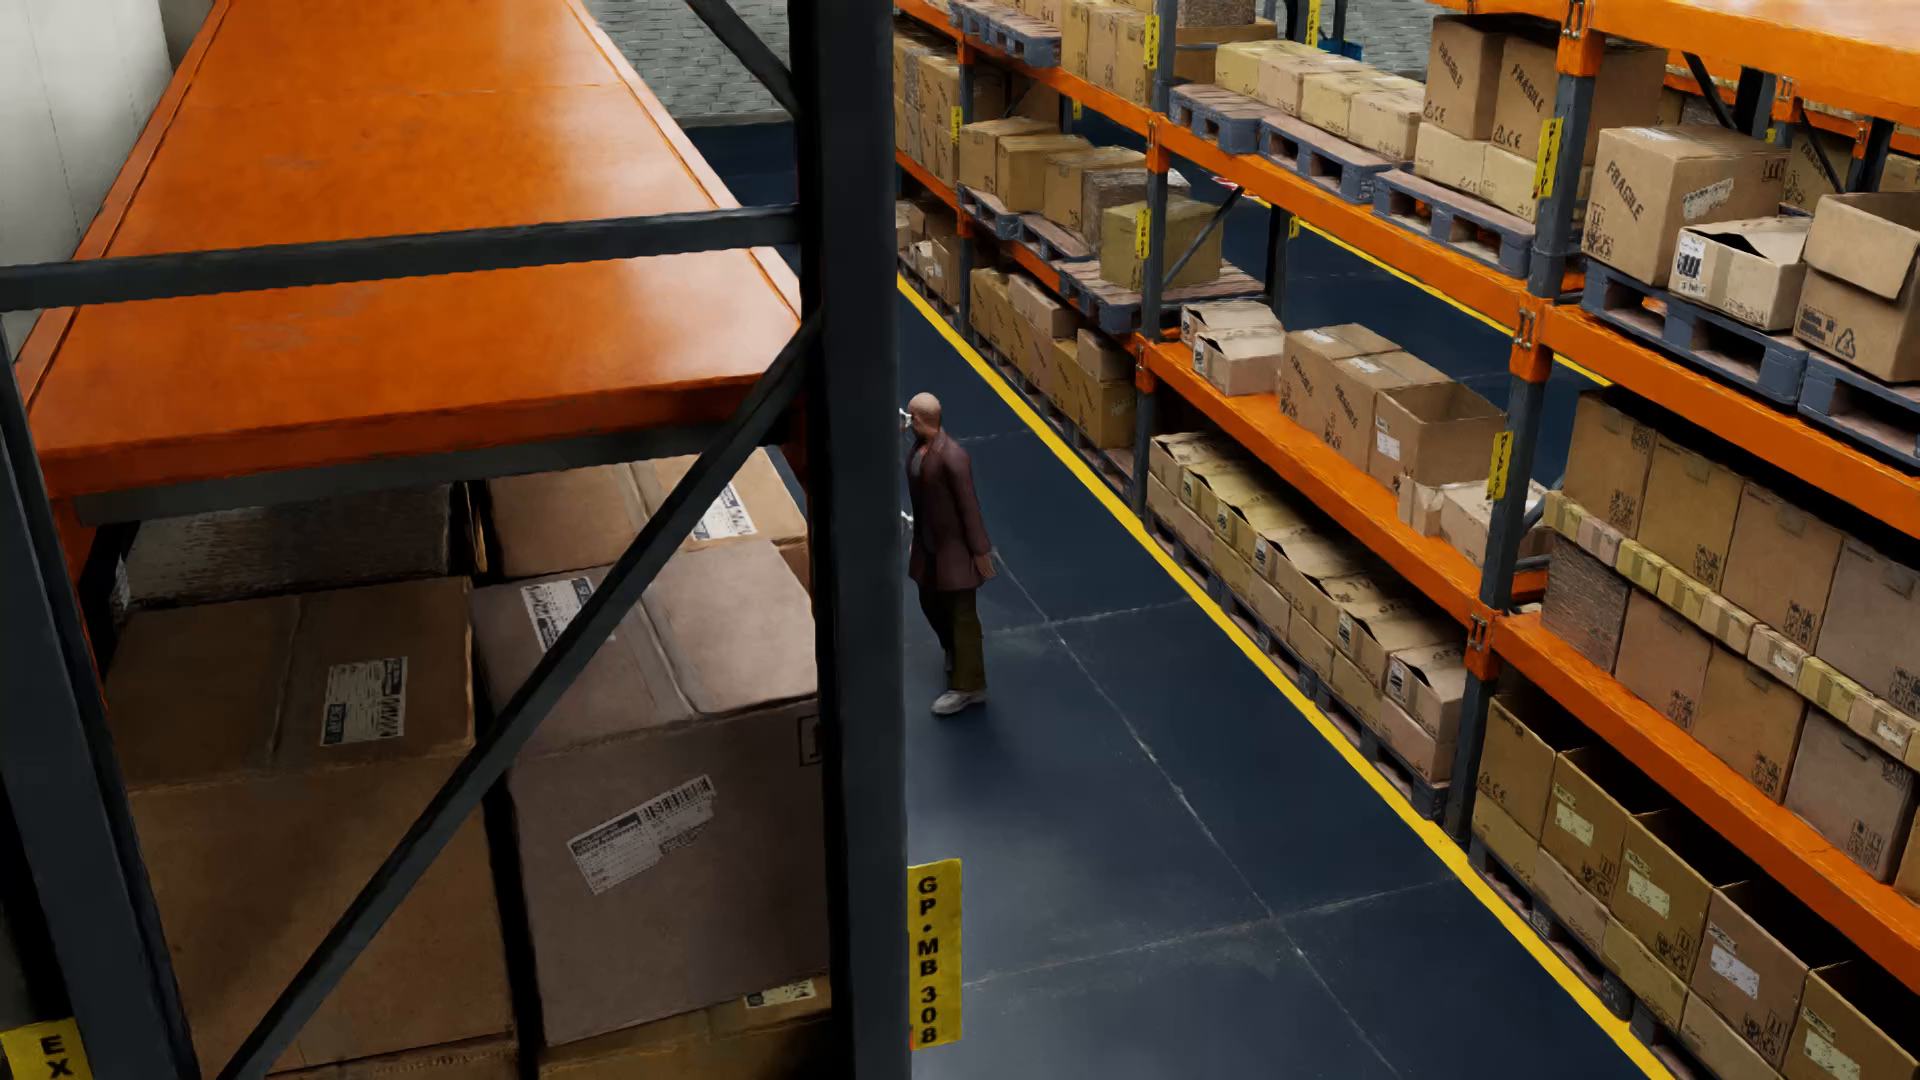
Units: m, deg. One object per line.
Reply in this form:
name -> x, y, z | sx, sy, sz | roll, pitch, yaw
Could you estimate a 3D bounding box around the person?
person -> -0.086, 0.042, 9.335 | 0.665, 1.723, 0.695 | -22, 33, -37
